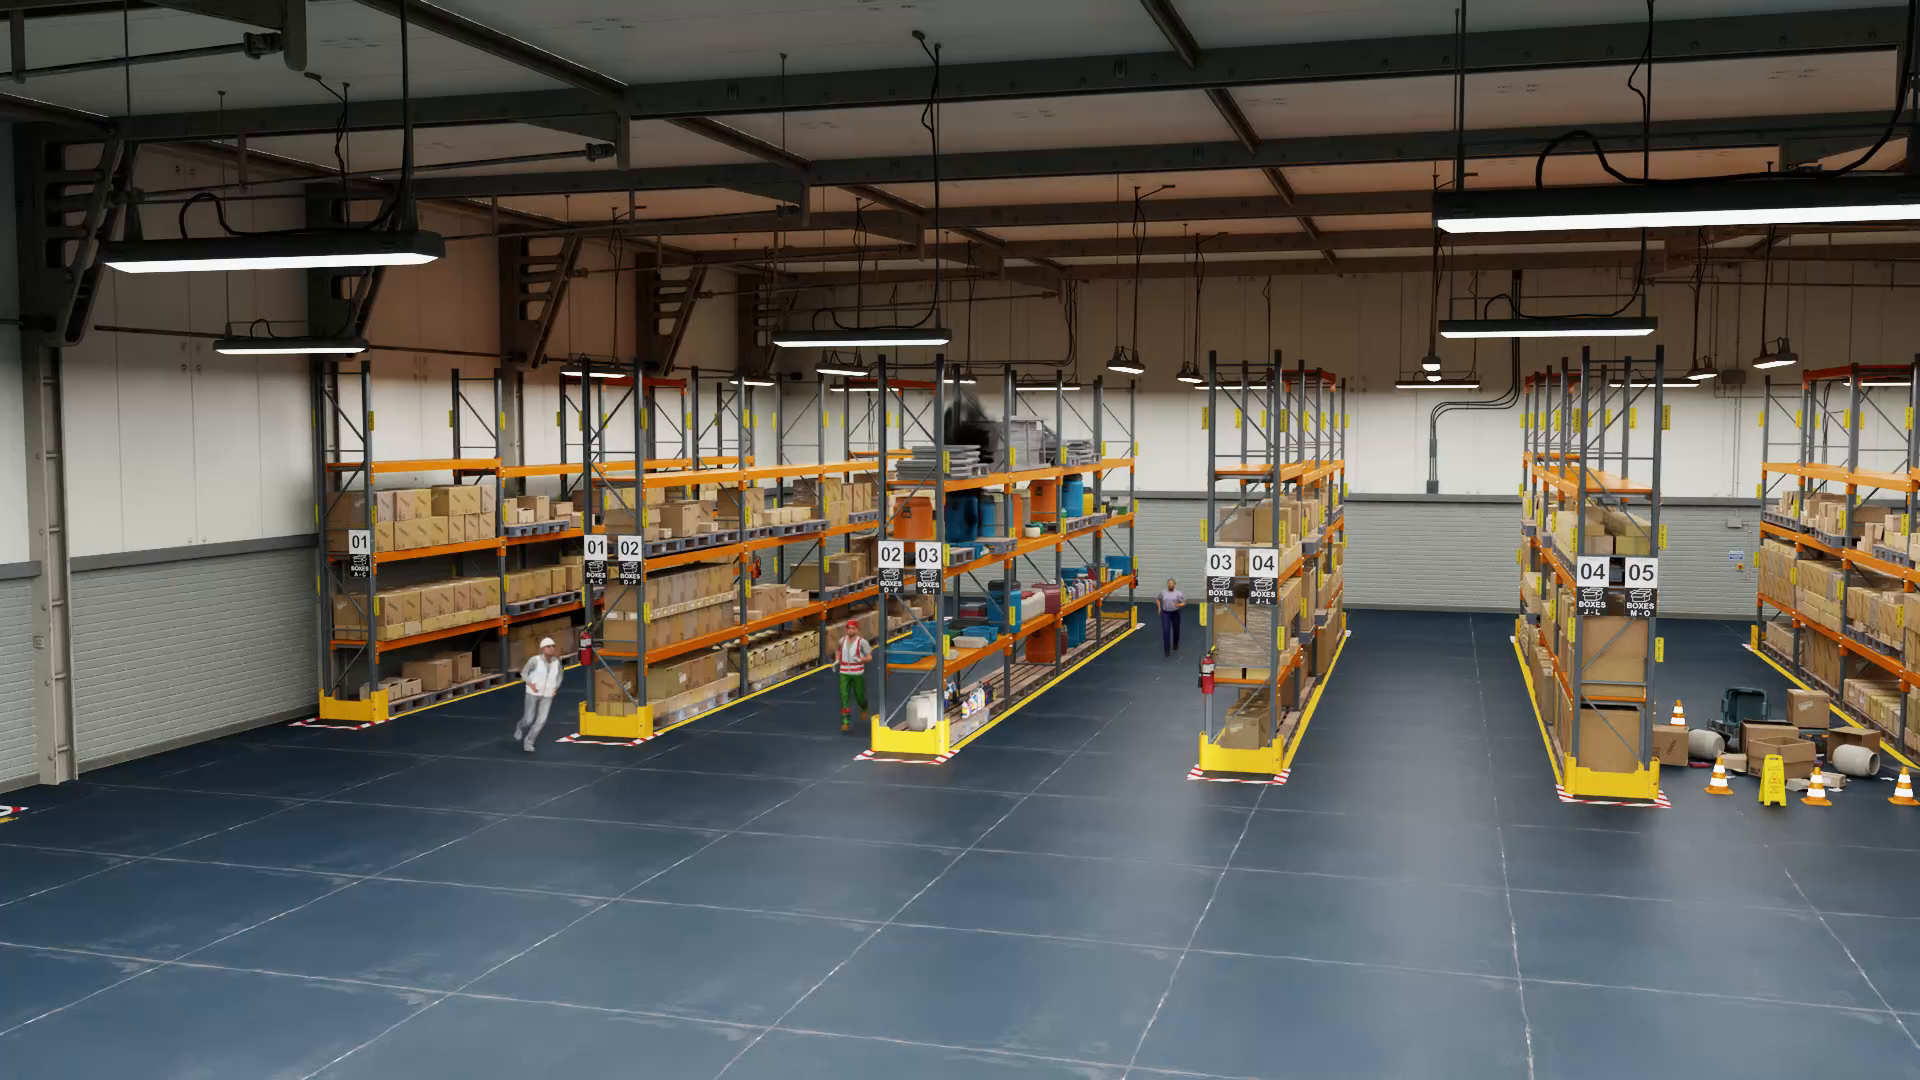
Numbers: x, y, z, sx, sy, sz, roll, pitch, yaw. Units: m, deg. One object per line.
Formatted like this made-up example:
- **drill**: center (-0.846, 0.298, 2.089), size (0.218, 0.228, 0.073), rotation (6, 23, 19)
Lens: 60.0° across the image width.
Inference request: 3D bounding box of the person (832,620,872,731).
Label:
- **person**: center (-1.747, 2.177, 26.996), size (0.667, 1.768, 0.954), rotation (1, 4, 13)

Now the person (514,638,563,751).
- **person**: center (-6.439, 2.343, 25.535), size (0.707, 1.696, 0.690), rotation (-2, 5, -31)

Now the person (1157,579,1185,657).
- **person**: center (4.506, 1.645, 35.548), size (0.614, 1.605, 0.923), rotation (1, 4, 8)

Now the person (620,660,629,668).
- **person**: center (-6.009, 1.929, 30.595), size (0.696, 1.763, 0.941), rotation (1, 4, 13)
